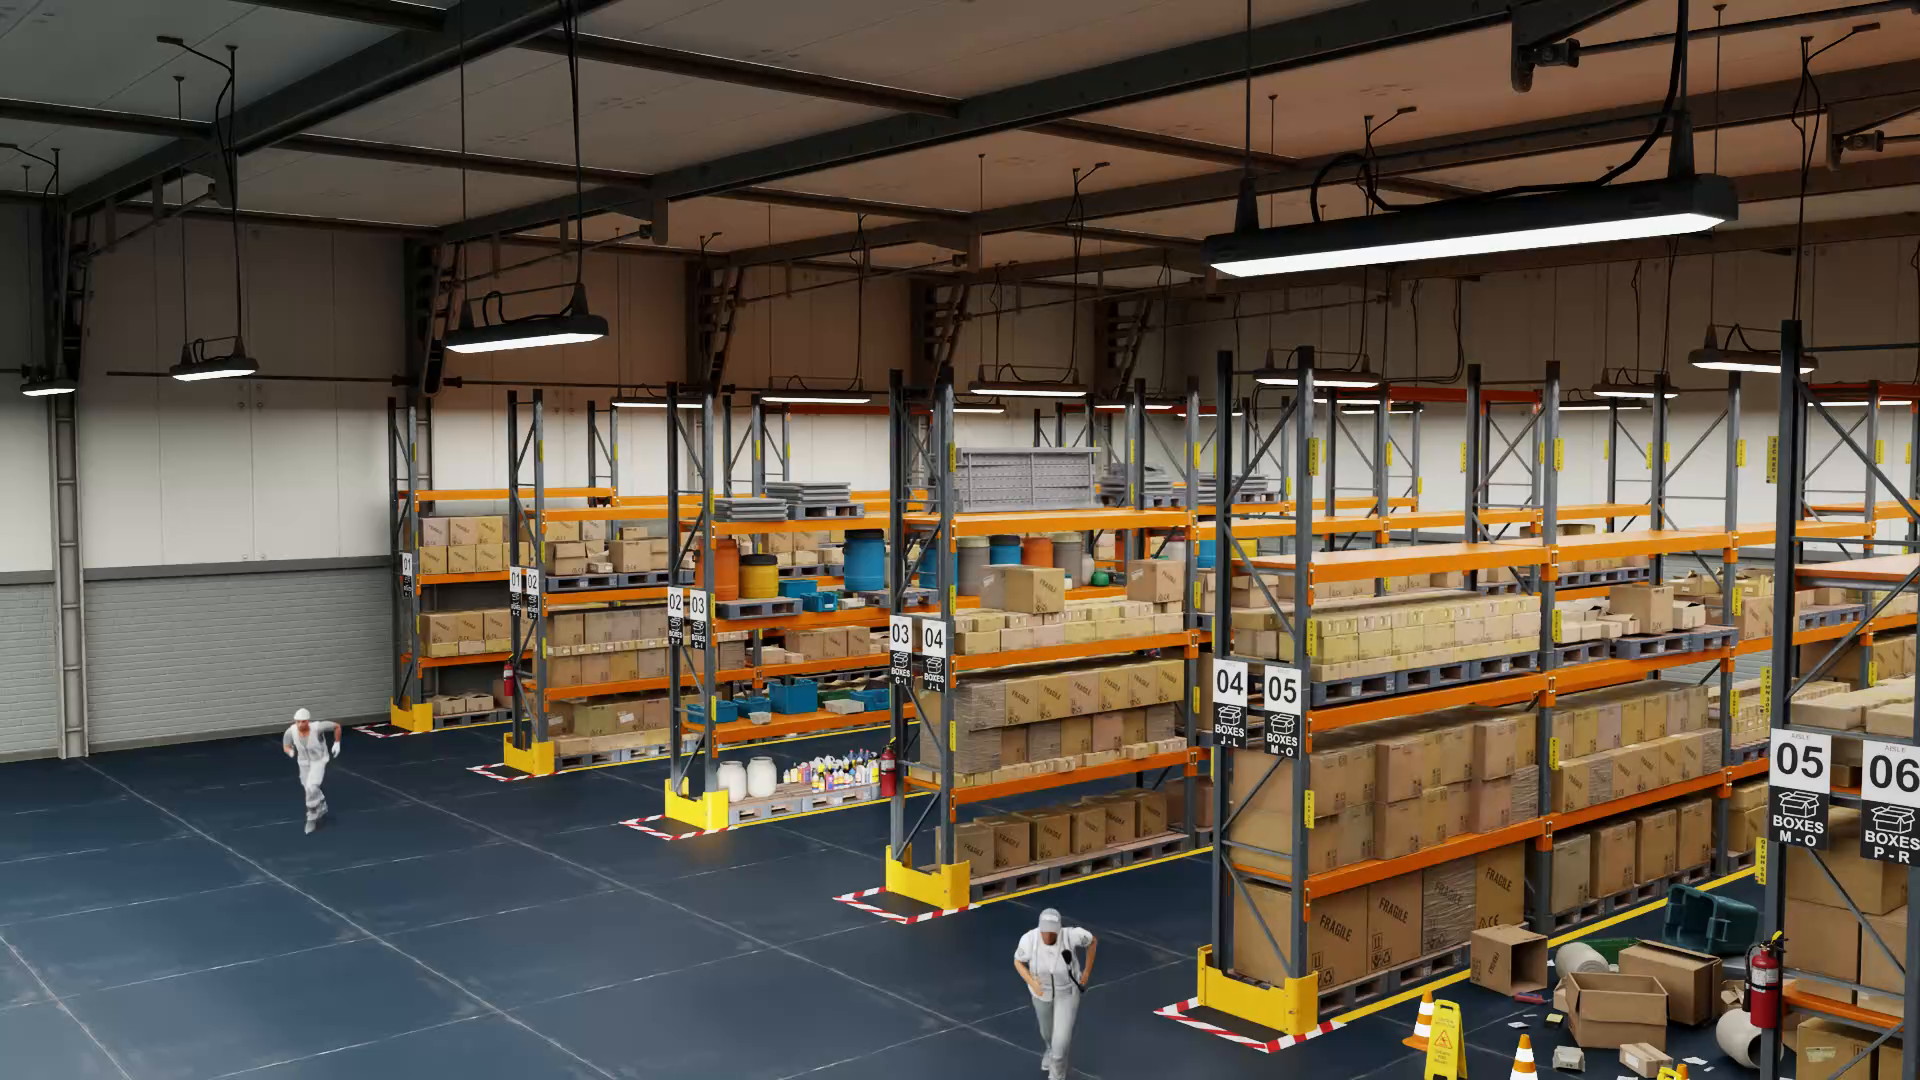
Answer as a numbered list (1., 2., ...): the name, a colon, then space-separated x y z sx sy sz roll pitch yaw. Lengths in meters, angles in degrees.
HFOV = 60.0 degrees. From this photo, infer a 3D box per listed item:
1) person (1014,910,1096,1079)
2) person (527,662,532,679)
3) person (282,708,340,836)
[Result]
1. person: 0.751 3.630 13.133 0.642 1.627 1.031 0 3 5
2. person: -7.075 2.584 28.521 0.689 1.763 0.979 1 4 21
3. person: -8.646 3.051 22.228 0.707 1.727 1.038 0 3 -5
